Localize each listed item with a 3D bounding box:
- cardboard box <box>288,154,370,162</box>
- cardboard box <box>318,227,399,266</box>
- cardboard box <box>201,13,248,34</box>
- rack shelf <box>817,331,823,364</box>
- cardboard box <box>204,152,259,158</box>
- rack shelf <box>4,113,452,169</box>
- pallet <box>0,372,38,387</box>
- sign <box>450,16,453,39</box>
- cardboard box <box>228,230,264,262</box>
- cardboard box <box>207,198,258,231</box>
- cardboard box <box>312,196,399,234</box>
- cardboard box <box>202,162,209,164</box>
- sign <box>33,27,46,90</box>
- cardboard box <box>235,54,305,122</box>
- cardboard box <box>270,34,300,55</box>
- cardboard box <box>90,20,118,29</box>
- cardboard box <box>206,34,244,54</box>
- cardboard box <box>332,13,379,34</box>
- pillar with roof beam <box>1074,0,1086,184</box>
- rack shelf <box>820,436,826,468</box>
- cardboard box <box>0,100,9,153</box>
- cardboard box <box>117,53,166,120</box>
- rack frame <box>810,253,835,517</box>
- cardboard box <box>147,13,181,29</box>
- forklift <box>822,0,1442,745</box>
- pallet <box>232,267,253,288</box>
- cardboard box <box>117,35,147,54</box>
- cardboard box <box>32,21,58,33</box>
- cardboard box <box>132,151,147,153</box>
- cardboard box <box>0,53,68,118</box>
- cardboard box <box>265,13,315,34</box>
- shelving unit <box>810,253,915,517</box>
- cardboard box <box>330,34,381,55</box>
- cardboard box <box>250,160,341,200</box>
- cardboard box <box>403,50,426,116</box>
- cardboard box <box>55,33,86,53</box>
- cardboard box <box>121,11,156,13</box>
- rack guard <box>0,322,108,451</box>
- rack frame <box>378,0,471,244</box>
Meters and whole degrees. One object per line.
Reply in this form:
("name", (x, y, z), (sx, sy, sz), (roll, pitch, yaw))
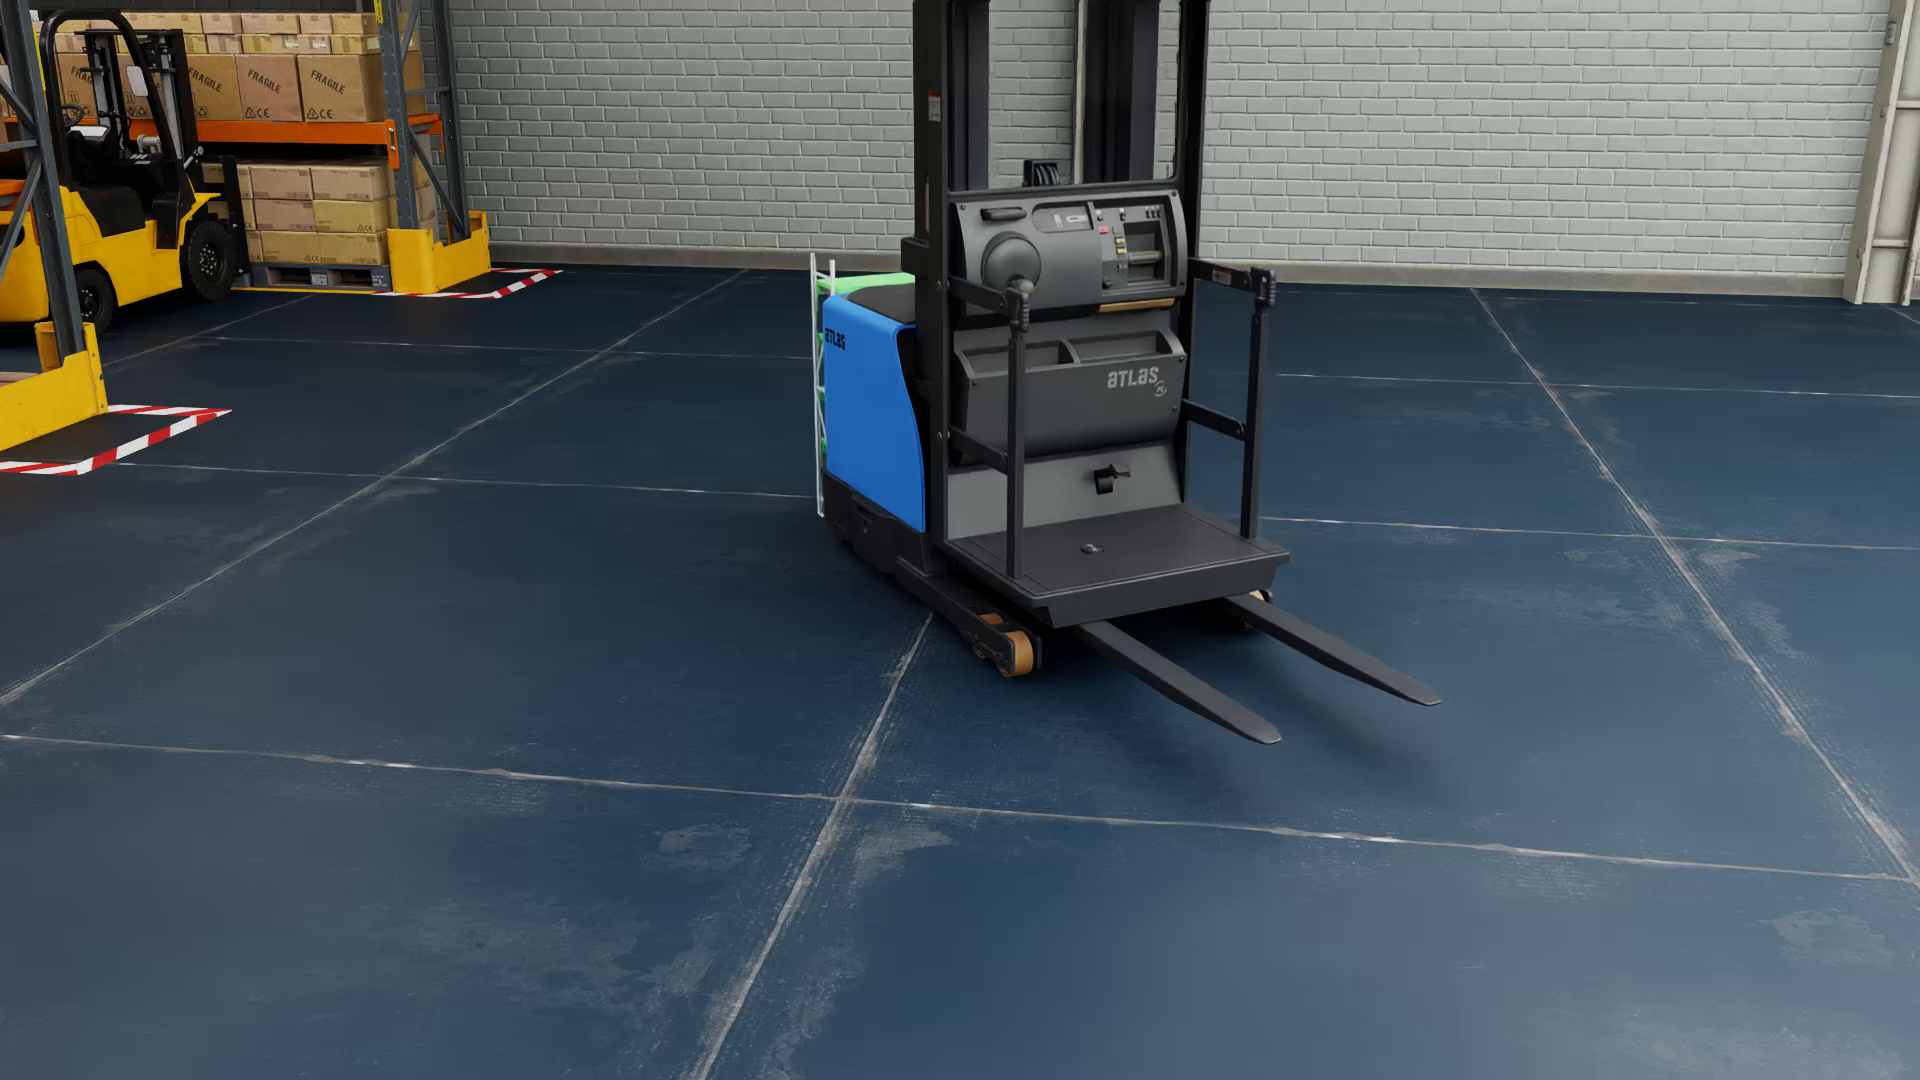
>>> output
("cardboard box", (-5.200, -3.026, 13.714), (0.500, 0.250, 0.500), (3, 19, 9))
("cardboard box", (-4.775, -2.369, 13.326), (0.500, 0.250, 0.500), (3, 19, 9))
("cardboard box", (-5.668, -4.018, 12.937), (0.250, 0.149, 0.380), (3, 19, 10))
("rack shelf", (-0.377, -0.858, 7.421), (0.480, 0.148, 0.258), (-9, 21, -26))
("cardboard box", (-6.197, -3.082, 13.883), (0.500, 0.250, 0.500), (3, 19, 8))
("rack shelf", (-6.236, -3.308, 13.597), (4.000, 0.370, 1.077), (3, 19, 9))
("pallet", (-5.917, -0.727, 9.143), (1.213, 0.211, 1.003), (3, 19, 9))
("sign", (-4.167, -4.170, 13.551), (0.005, 0.325, 0.100), (3, 19, 9))
("cardboard box", (-5.757, -2.425, 13.494), (0.500, 0.250, 0.500), (3, 19, 9))
("cardboard box", (-5.798, -2.656, 13.396), (0.500, 0.250, 0.500), (2, 19, 7))
("cardboard box", (-4.792, -2.608, 13.253), (0.500, 0.250, 0.500), (3, 19, 8))
("cardboard box", (-6.270, -2.918, 13.391), (0.500, 0.250, 0.500), (3, 19, 8))
("sign", (-4.959, -2.574, 8.904), (0.005, 0.325, 0.100), (3, 19, 9))
("cardboard box", (-5.300, -3.568, 13.081), (0.500, 0.500, 0.500), (4, 19, 10))
("cardboard box", (-5.152, -3.869, 12.960), (0.250, 0.149, 0.380), (3, 19, 10))
("cardboard box", (-6.659, -4.097, 13.172), (0.250, 0.149, 0.380), (3, 19, 8))
("cardboard box", (-5.666, -3.884, 13.004), (0.250, 0.149, 0.380), (2, 19, 7))
("cardboard box", (-4.649, -3.997, 12.872), (0.250, 0.149, 0.380), (3, 19, 9))
("pillar with roof beam", (0.435, -5.060, 8.245), (0.400, 9.000, 9.100), (3, 19, 9))
("rack shelf", (-0.377, -0.403, 7.573), (0.480, 0.148, 0.258), (-9, 21, -26))
("cardboard box", (-5.469, -2.293, 8.801), (0.500, 0.500, 0.500), (3, 19, 8))
("cardboard box", (-6.304, -3.615, 13.223), (0.500, 0.500, 0.500), (3, 19, 9))
("rack frame", (-0.594, -0.656, 7.372), (0.015, 1.200, 0.240), (-9, 21, -26))
("cardboard box", (-6.164, -4.072, 13.098), (0.250, 0.149, 0.380), (3, 19, 9))
("forklift", (0.512, -1.064, 5.865), (1.130, 2.935, 3.031), (-9, 21, -25))
("pallet", (-6.224, -2.314, 13.886), (1.213, 0.211, 1.003), (3, 19, 9))
("cardboard box", (-6.414, -3.923, 13.119), (0.250, 0.149, 0.380), (3, 19, 8))
("cardboard box", (-7.179, -4.097, 13.172), (0.250, 0.149, 0.380), (3, 19, 10))
("cardboard box", (-7.192, -3.134, 14.039), (0.500, 0.250, 0.500), (3, 19, 8))
("cardboard box", (-7.297, -3.672, 13.394), (0.500, 0.500, 0.500), (3, 19, 10))
("cardboard box", (-5.160, -4.004, 12.894), (0.250, 0.149, 0.380), (3, 19, 10))
("shelving unit", (-0.377, -0.691, 7.477), (0.503, 1.200, 0.258), (-9, 21, -26))
("cardboard box", (-4.648, -3.833, 12.853), (0.250, 0.149, 0.380), (3, 19, 9))
("cardboard box", (-5.271, -2.867, 13.241), (0.500, 0.250, 0.500), (3, 19, 10))
("cardboard box", (-4.706, -3.708, 13.500), (0.500, 0.500, 0.500), (4, 19, 10))
("cardboard box", (-6.930, -3.940, 13.172), (0.250, 0.149, 0.380), (3, 19, 8))
("cardboard box", (-6.833, -4.278, 13.712), (0.250, 0.149, 0.380), (3, 19, 8))
("rack guard", (-5.120, -0.812, 8.942), (0.348, 0.500, 1.175), (3, 19, 9))
("rack frame", (-4.261, -3.549, 13.182), (0.127, 3.000, 1.000), (3, 19, 9))
